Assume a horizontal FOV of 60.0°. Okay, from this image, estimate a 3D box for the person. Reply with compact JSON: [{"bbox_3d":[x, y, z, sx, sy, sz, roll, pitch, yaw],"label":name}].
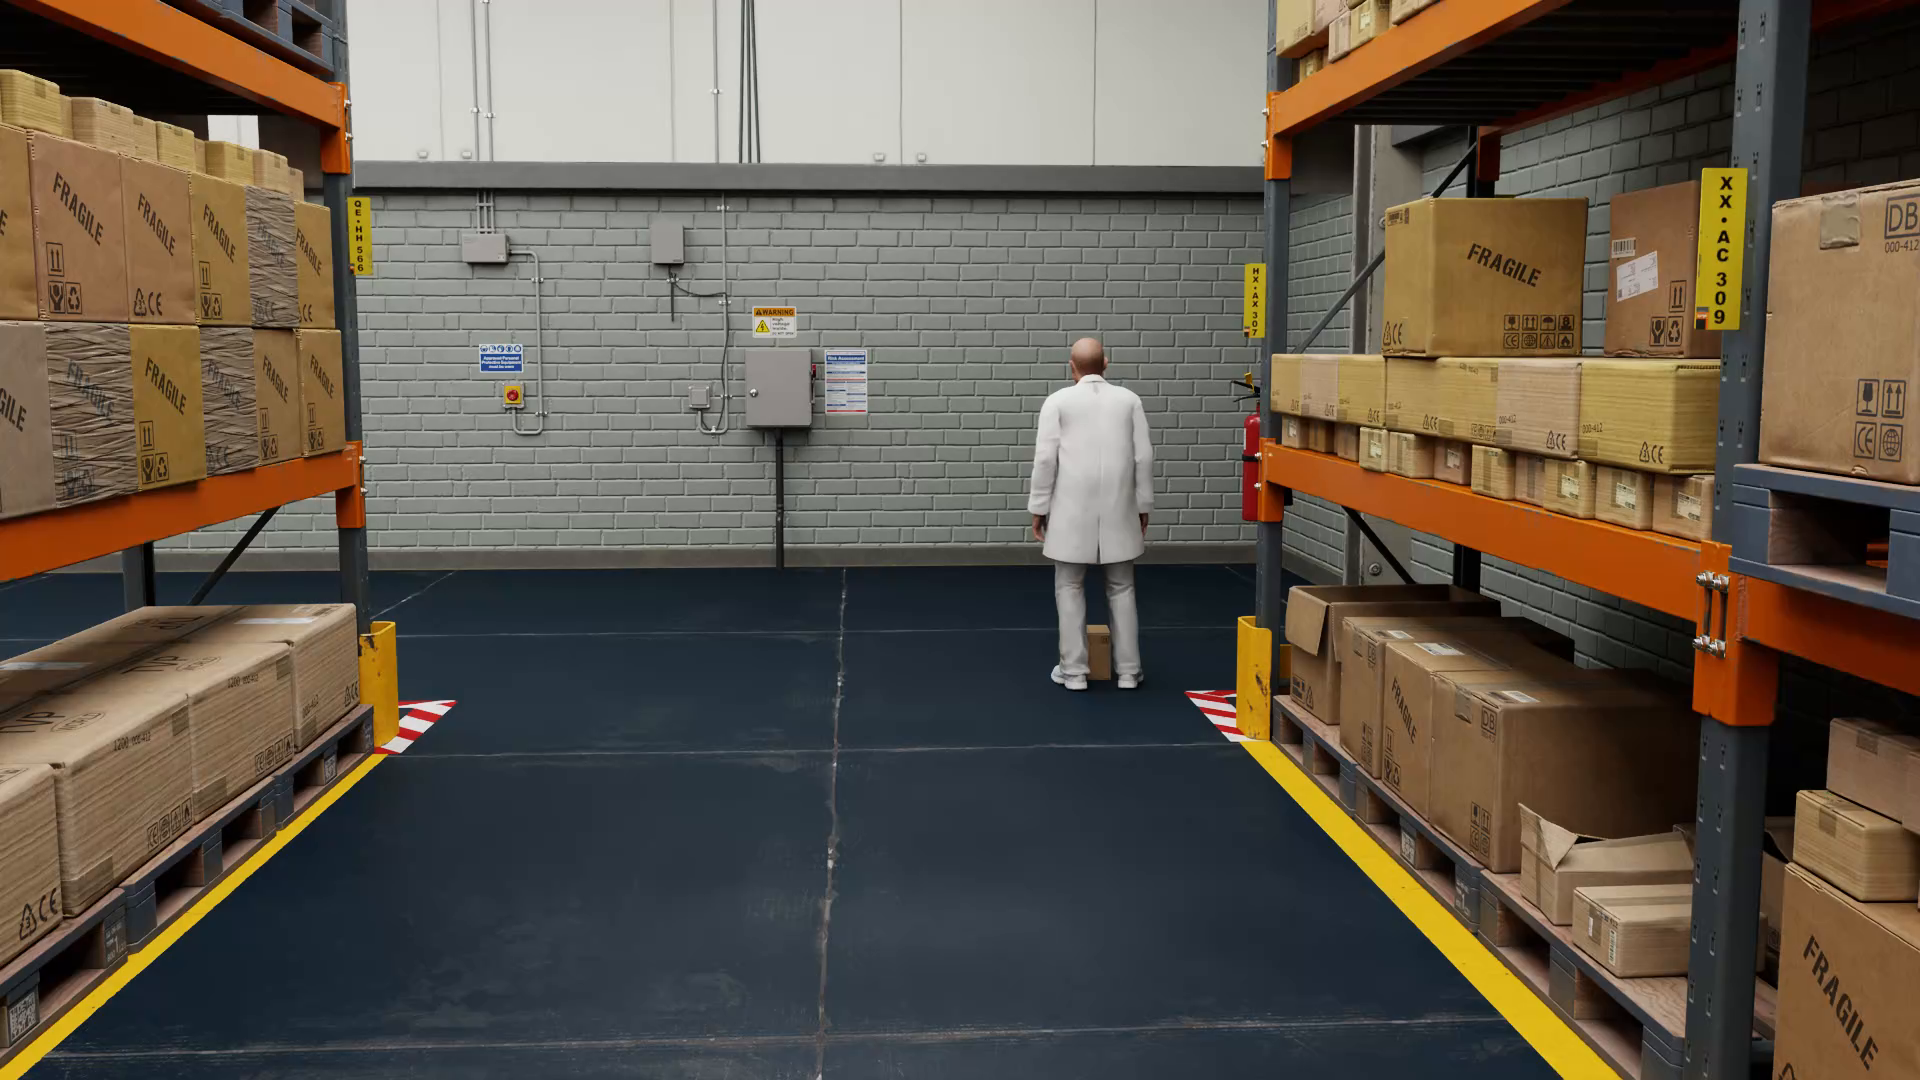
[{"bbox_3d":[0.667,-0.135,8.450,0.654,1.774,0.417,-1,7,-7],"label":"person"}]
